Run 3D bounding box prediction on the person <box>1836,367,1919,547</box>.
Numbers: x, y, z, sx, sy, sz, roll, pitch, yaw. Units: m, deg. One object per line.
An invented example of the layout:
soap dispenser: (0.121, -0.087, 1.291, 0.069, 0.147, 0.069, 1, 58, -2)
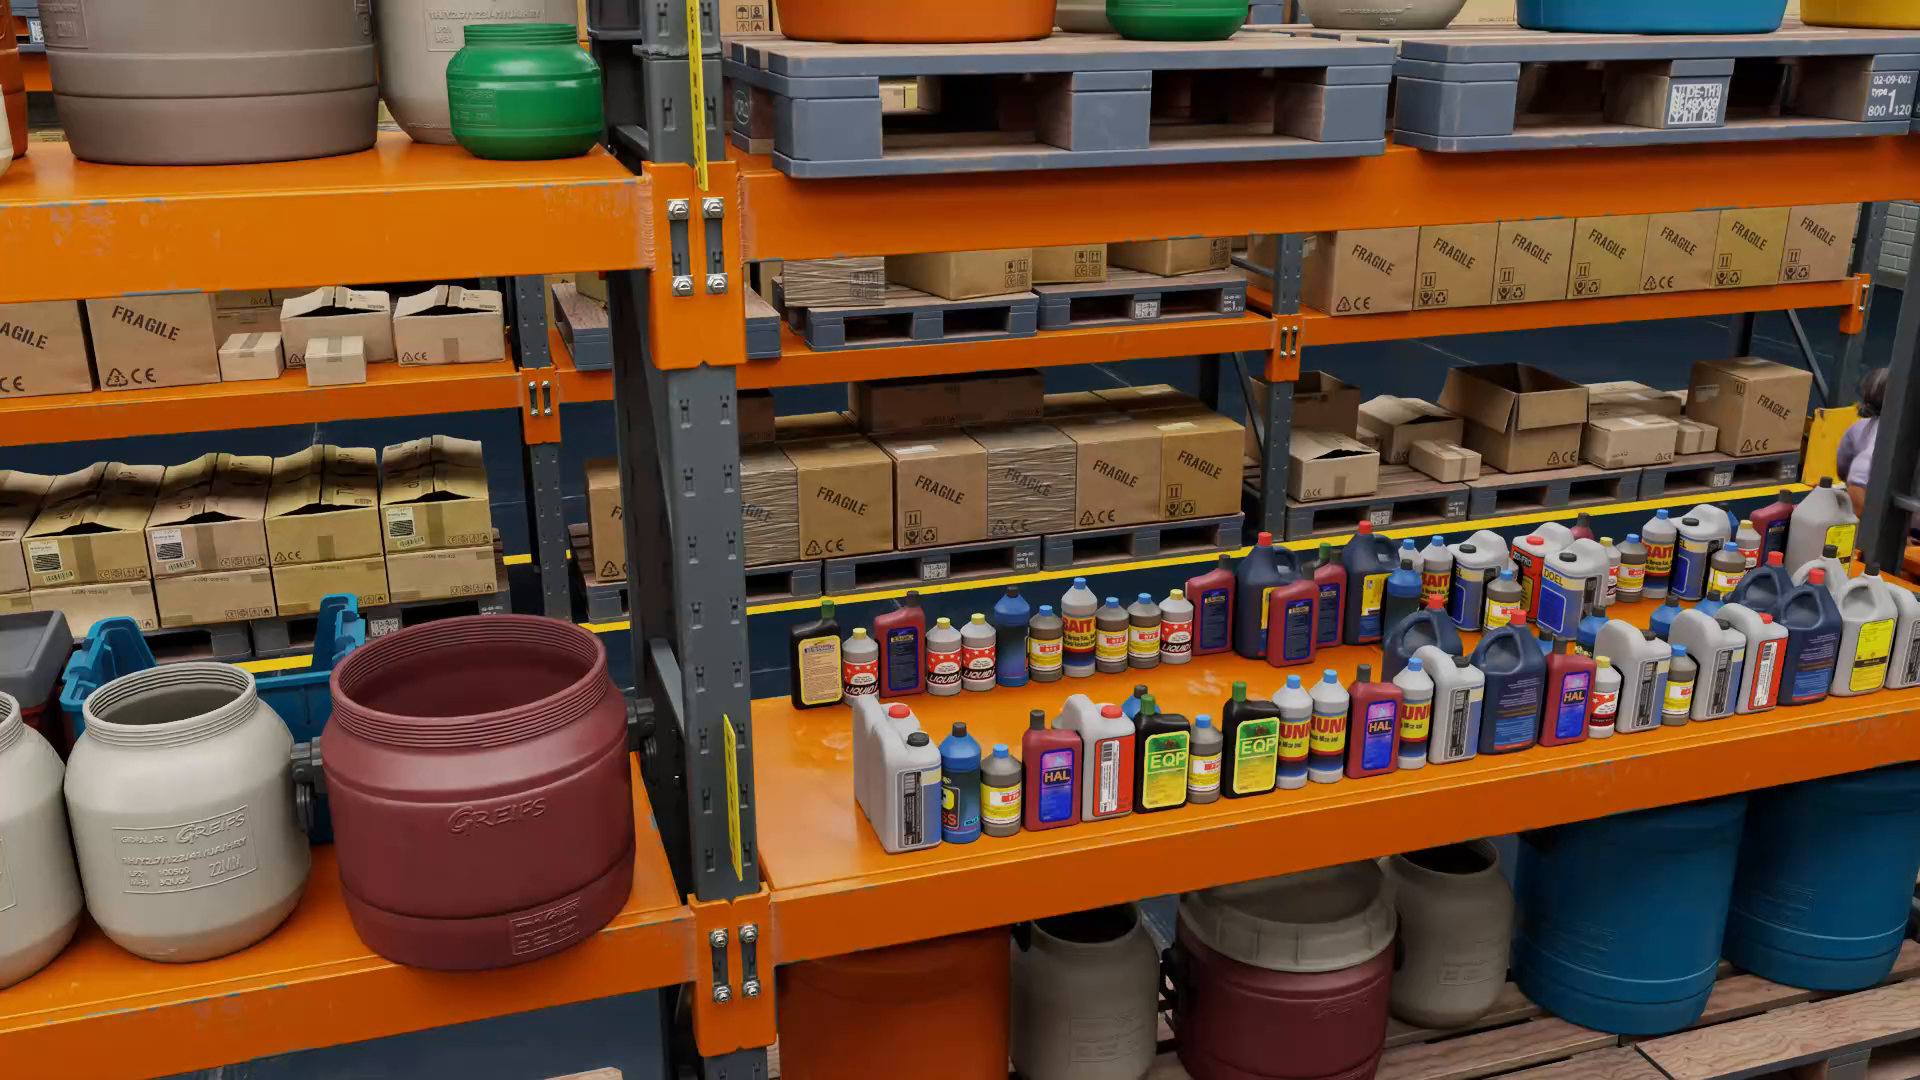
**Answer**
person: (3.878, 0.093, 6.912, 0.741, 1.616, 0.642, 5, 20, 14)
